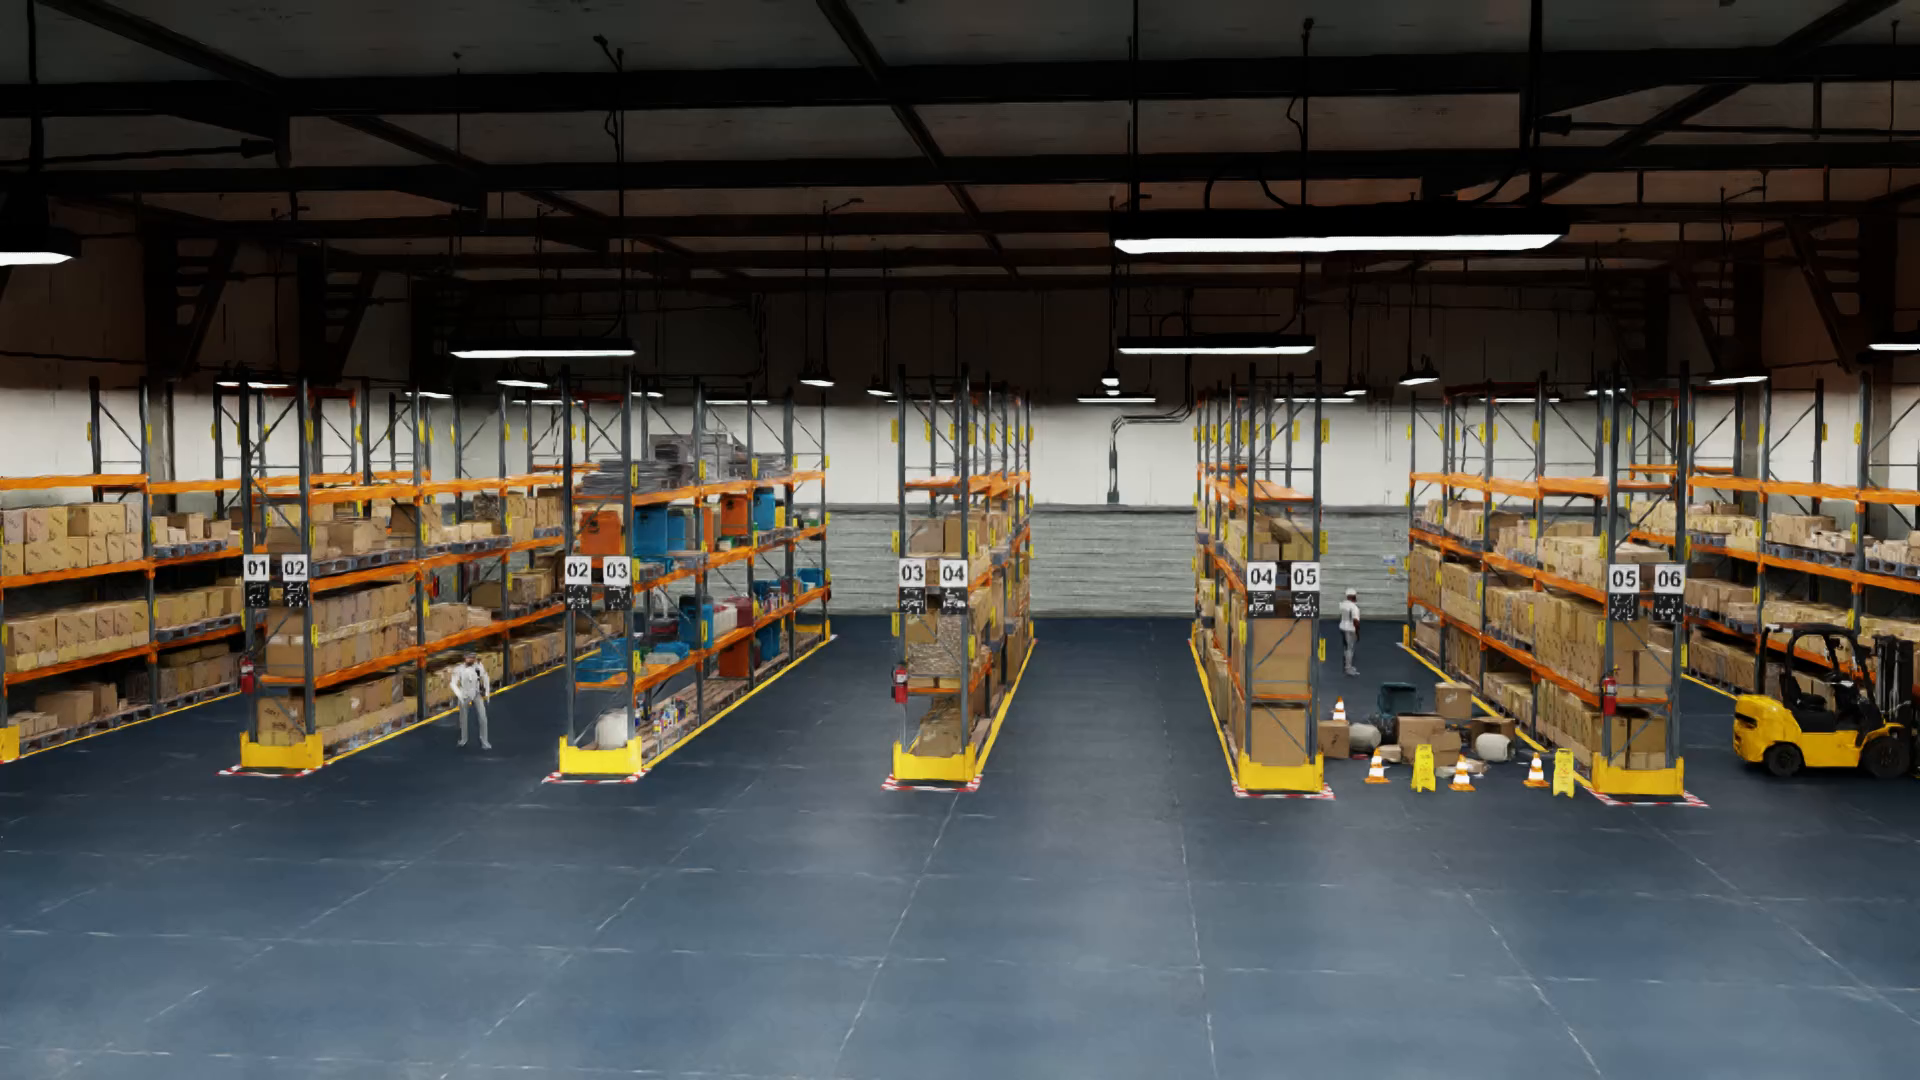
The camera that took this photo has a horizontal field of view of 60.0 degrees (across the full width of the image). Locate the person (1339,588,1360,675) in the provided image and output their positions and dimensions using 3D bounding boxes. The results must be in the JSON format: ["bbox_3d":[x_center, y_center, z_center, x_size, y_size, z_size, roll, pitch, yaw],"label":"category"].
[{"bbox_3d":[8.146,1.881,34.579,0.464,1.772,0.645,-1,4,-19],"label":"person"}]

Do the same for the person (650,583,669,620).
[{"bbox_3d":[-7.962,1.383,43.873,0.660,1.596,0.808,-1,4,-13],"label":"person"}]

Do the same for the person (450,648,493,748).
[{"bbox_3d":[-7.762,2.496,26.425,0.642,1.608,0.786,-1,4,-14],"label":"person"}]

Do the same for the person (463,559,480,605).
[{"bbox_3d":[-13.448,1.227,45.261,0.778,1.758,0.564,-2,4,-32],"label":"person"}]

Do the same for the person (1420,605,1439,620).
[{"bbox_3d":[12.065,1.386,42.696,0.608,1.770,0.634,3,5,42],"label":"person"}]
